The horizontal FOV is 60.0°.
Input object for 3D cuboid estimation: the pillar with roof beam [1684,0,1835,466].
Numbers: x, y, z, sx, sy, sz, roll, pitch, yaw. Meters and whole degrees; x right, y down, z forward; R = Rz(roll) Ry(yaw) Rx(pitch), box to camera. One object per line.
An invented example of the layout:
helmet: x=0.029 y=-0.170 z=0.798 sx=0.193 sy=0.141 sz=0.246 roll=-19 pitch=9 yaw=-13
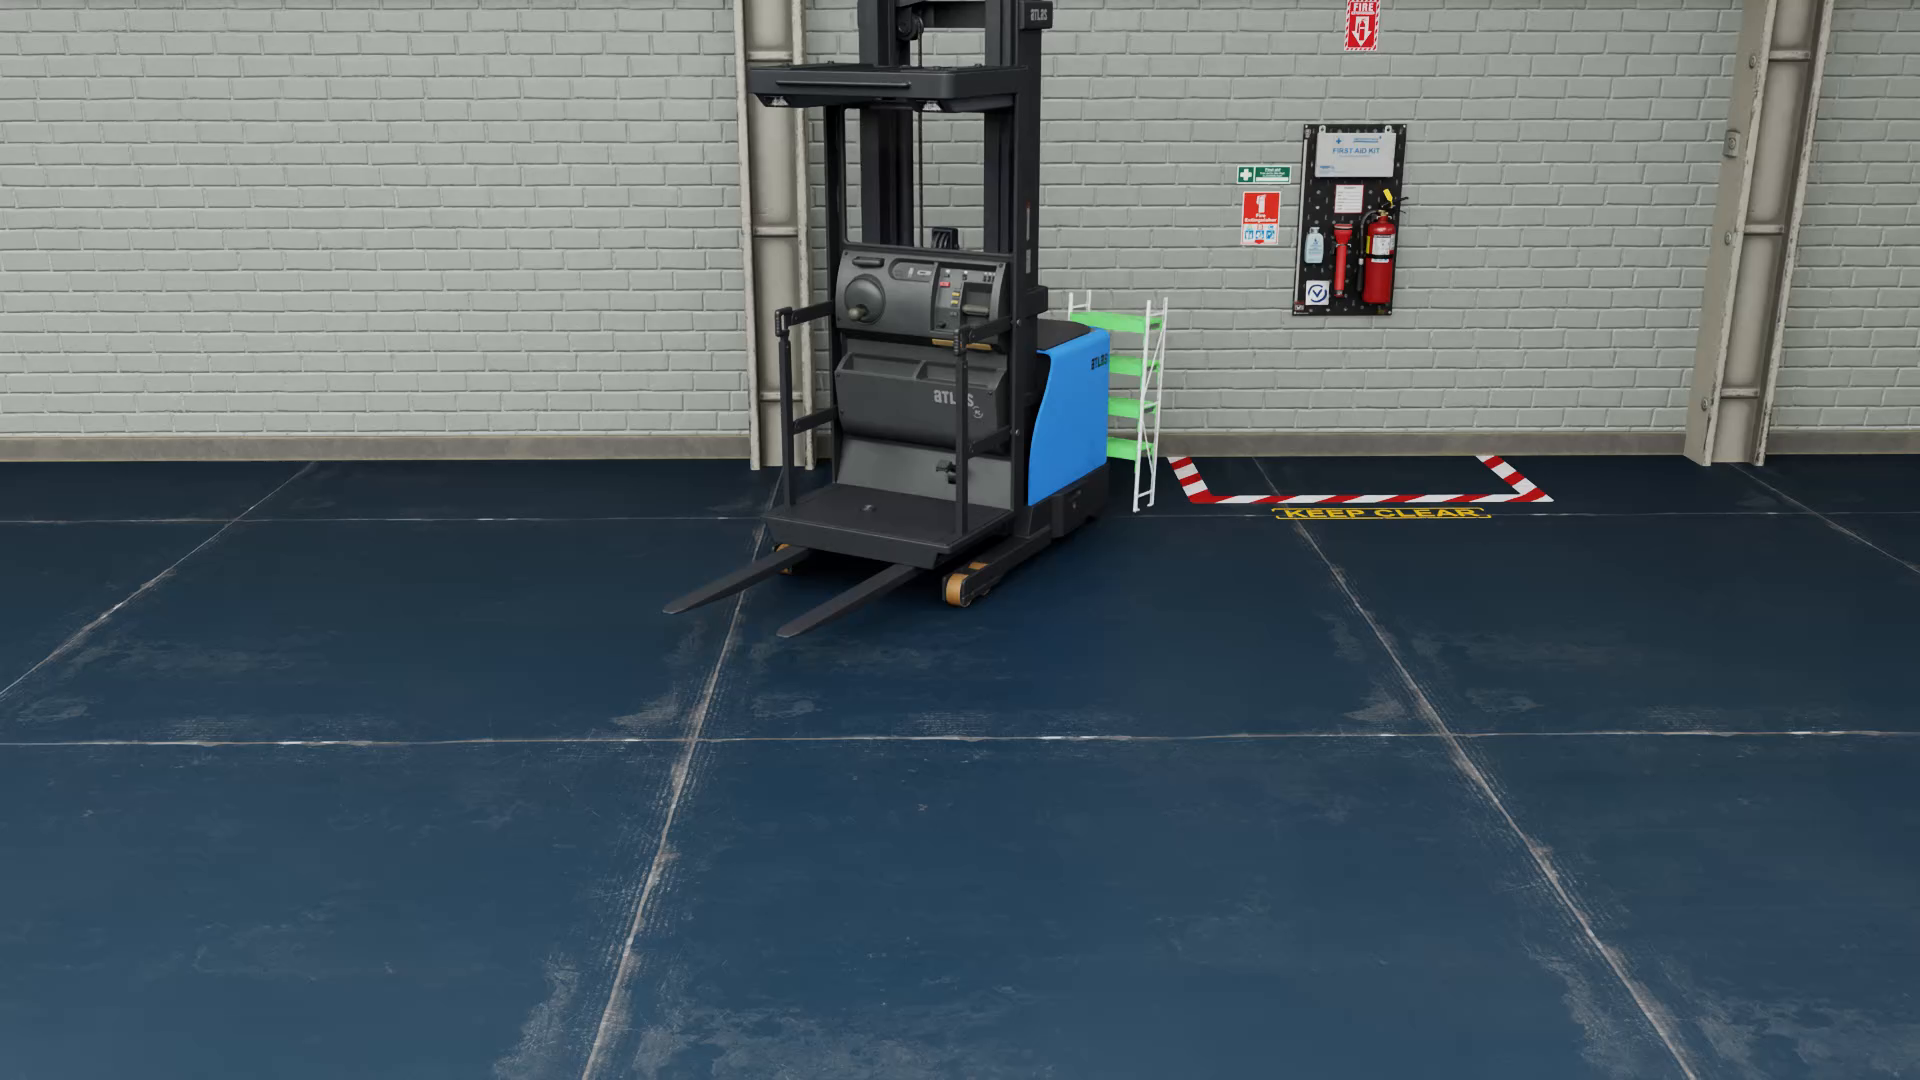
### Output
pillar with roof beam: x=4.953 y=-3.486 z=5.183 sx=0.400 sy=9.000 sz=9.100 roll=0 pitch=18 yaw=-1

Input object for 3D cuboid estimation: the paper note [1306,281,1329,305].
paper note: x=2.235 y=-1.545 z=10.395 sx=0.142 sy=0.148 sz=0.016 roll=0 pitch=18 yaw=-1

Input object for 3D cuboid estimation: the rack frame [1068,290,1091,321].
rack frame: x=0.668 y=-0.845 z=9.689 sx=0.015 sy=1.200 sz=0.240 roll=11 pitch=17 yaw=30

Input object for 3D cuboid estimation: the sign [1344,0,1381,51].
sign: x=2.404 y=-3.078 z=9.938 sx=0.199 sy=0.298 sz=0.001 roll=0 pitch=18 yaw=-1

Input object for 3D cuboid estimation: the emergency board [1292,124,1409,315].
emergency board: x=2.413 y=-1.944 z=10.197 sx=0.643 sy=1.169 sz=0.194 roll=0 pitch=18 yaw=-1

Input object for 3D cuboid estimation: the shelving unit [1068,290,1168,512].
shelving unit: x=0.875 y=-0.806 z=9.566 sx=0.503 sy=1.200 sz=0.258 roll=11 pitch=17 yaw=30

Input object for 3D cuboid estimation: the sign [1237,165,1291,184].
sign: x=1.863 y=-2.239 z=10.192 sx=0.331 sy=0.109 sz=0.001 roll=0 pitch=18 yaw=-1

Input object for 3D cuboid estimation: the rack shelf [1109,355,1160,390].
rack shelf: x=0.882 y=-0.976 z=9.523 sx=0.480 sy=0.148 sz=0.258 roll=11 pitch=17 yaw=30

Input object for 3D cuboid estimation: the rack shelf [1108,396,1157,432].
rack shelf: x=0.872 y=-0.744 z=9.582 sx=0.480 sy=0.148 sz=0.258 roll=11 pitch=17 yaw=30

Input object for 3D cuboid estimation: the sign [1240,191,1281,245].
sign: x=1.859 y=-1.990 z=10.281 sx=0.234 sy=0.329 sz=0.001 roll=0 pitch=18 yaw=-1

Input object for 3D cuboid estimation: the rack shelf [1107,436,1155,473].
rack shelf: x=0.863 y=-0.512 z=9.641 sx=0.480 sy=0.148 sz=0.258 roll=11 pitch=17 yaw=30

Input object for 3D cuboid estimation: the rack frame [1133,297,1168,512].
rack frame: x=1.082 y=-0.766 z=9.443 sx=0.015 sy=1.200 sz=0.240 roll=11 pitch=17 yaw=30

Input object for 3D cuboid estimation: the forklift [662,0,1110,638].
forklift: x=-0.301 y=-1.227 z=8.073 sx=1.130 sy=2.935 sz=3.031 roll=9 pitch=20 yaw=27

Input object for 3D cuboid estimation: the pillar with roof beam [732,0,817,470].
pillar with roof beam: x=-1.047 y=-3.457 z=5.093 sx=0.400 sy=9.000 sz=9.100 roll=0 pitch=18 yaw=-1

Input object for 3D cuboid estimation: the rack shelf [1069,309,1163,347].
rack shelf: x=0.891 y=-1.209 z=9.464 sx=0.480 sy=0.148 sz=0.258 roll=11 pitch=17 yaw=30
